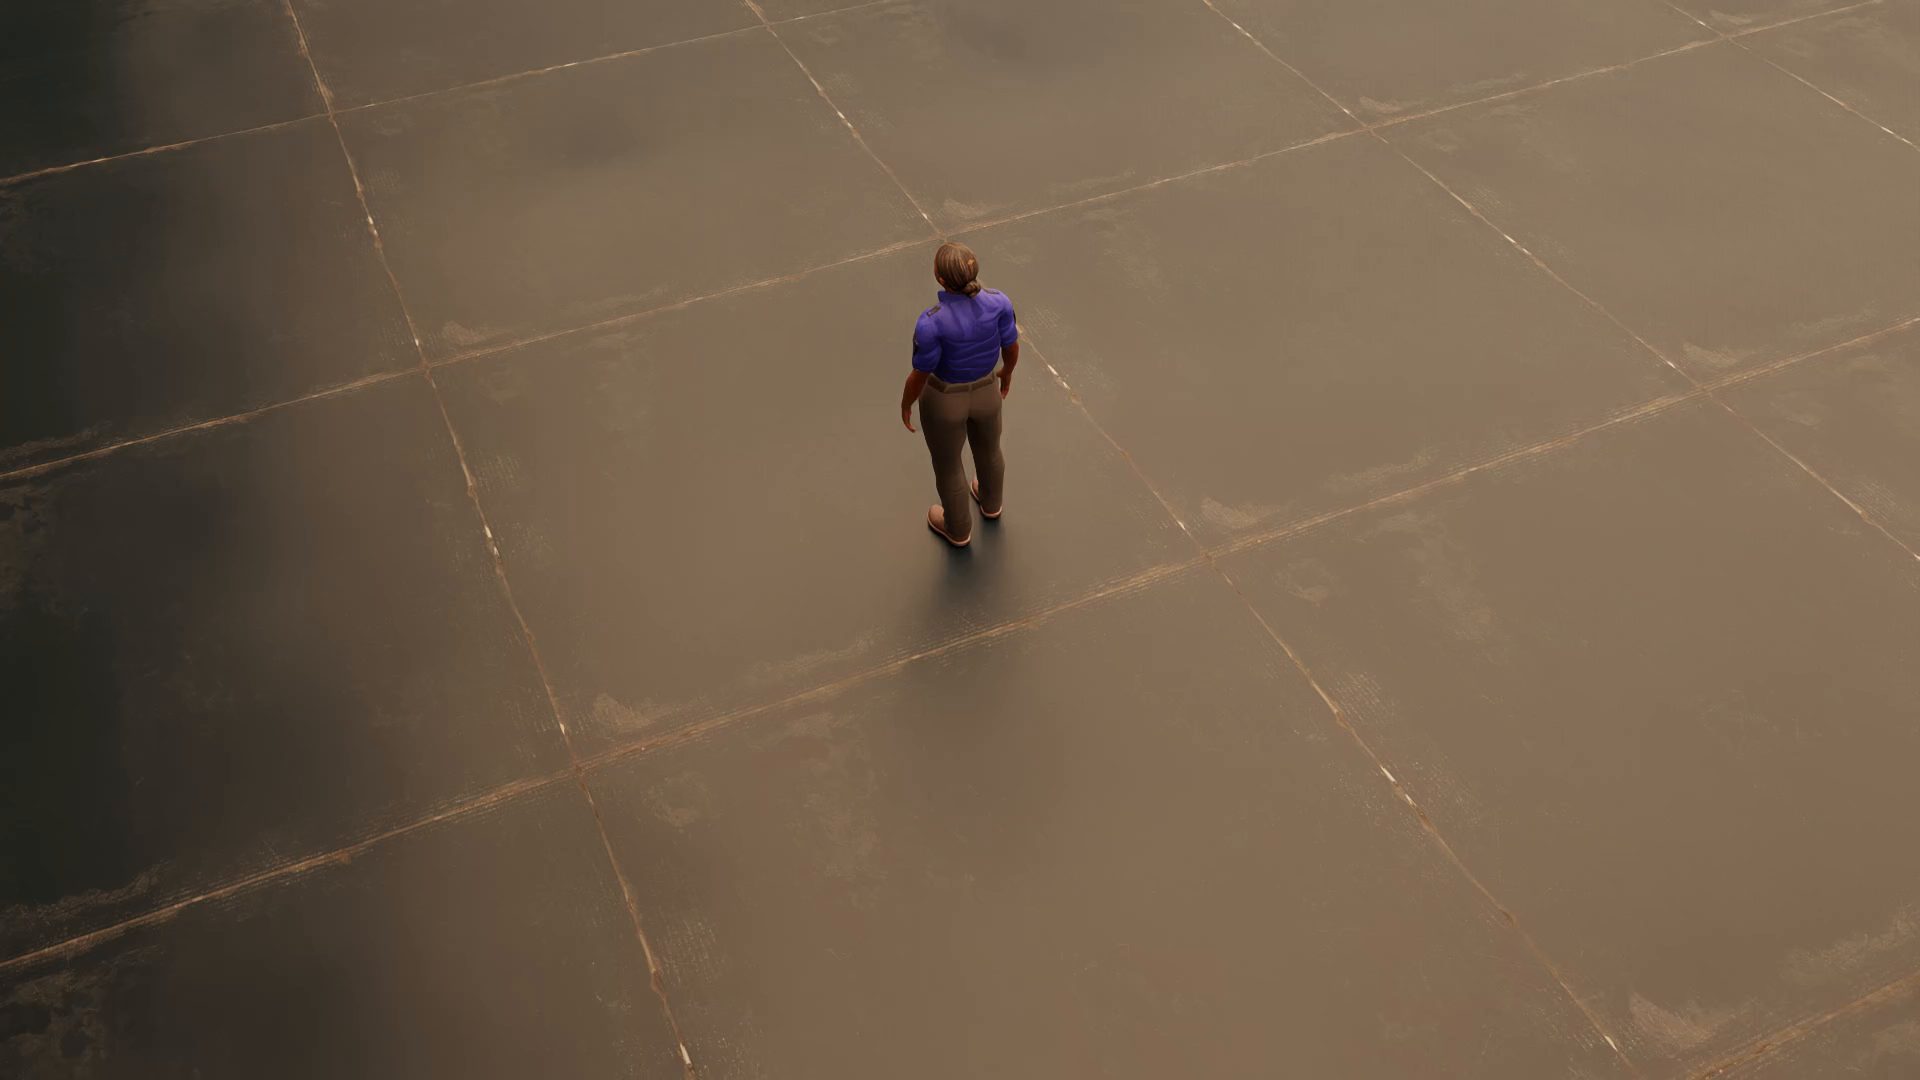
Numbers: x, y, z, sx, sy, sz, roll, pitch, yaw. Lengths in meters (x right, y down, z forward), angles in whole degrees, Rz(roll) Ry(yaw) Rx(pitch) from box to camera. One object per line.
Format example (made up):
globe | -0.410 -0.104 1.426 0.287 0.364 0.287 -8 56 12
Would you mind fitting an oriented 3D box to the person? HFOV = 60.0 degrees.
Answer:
person | -0.018 -0.670 7.323 0.569 1.654 0.504 -18 46 -18
